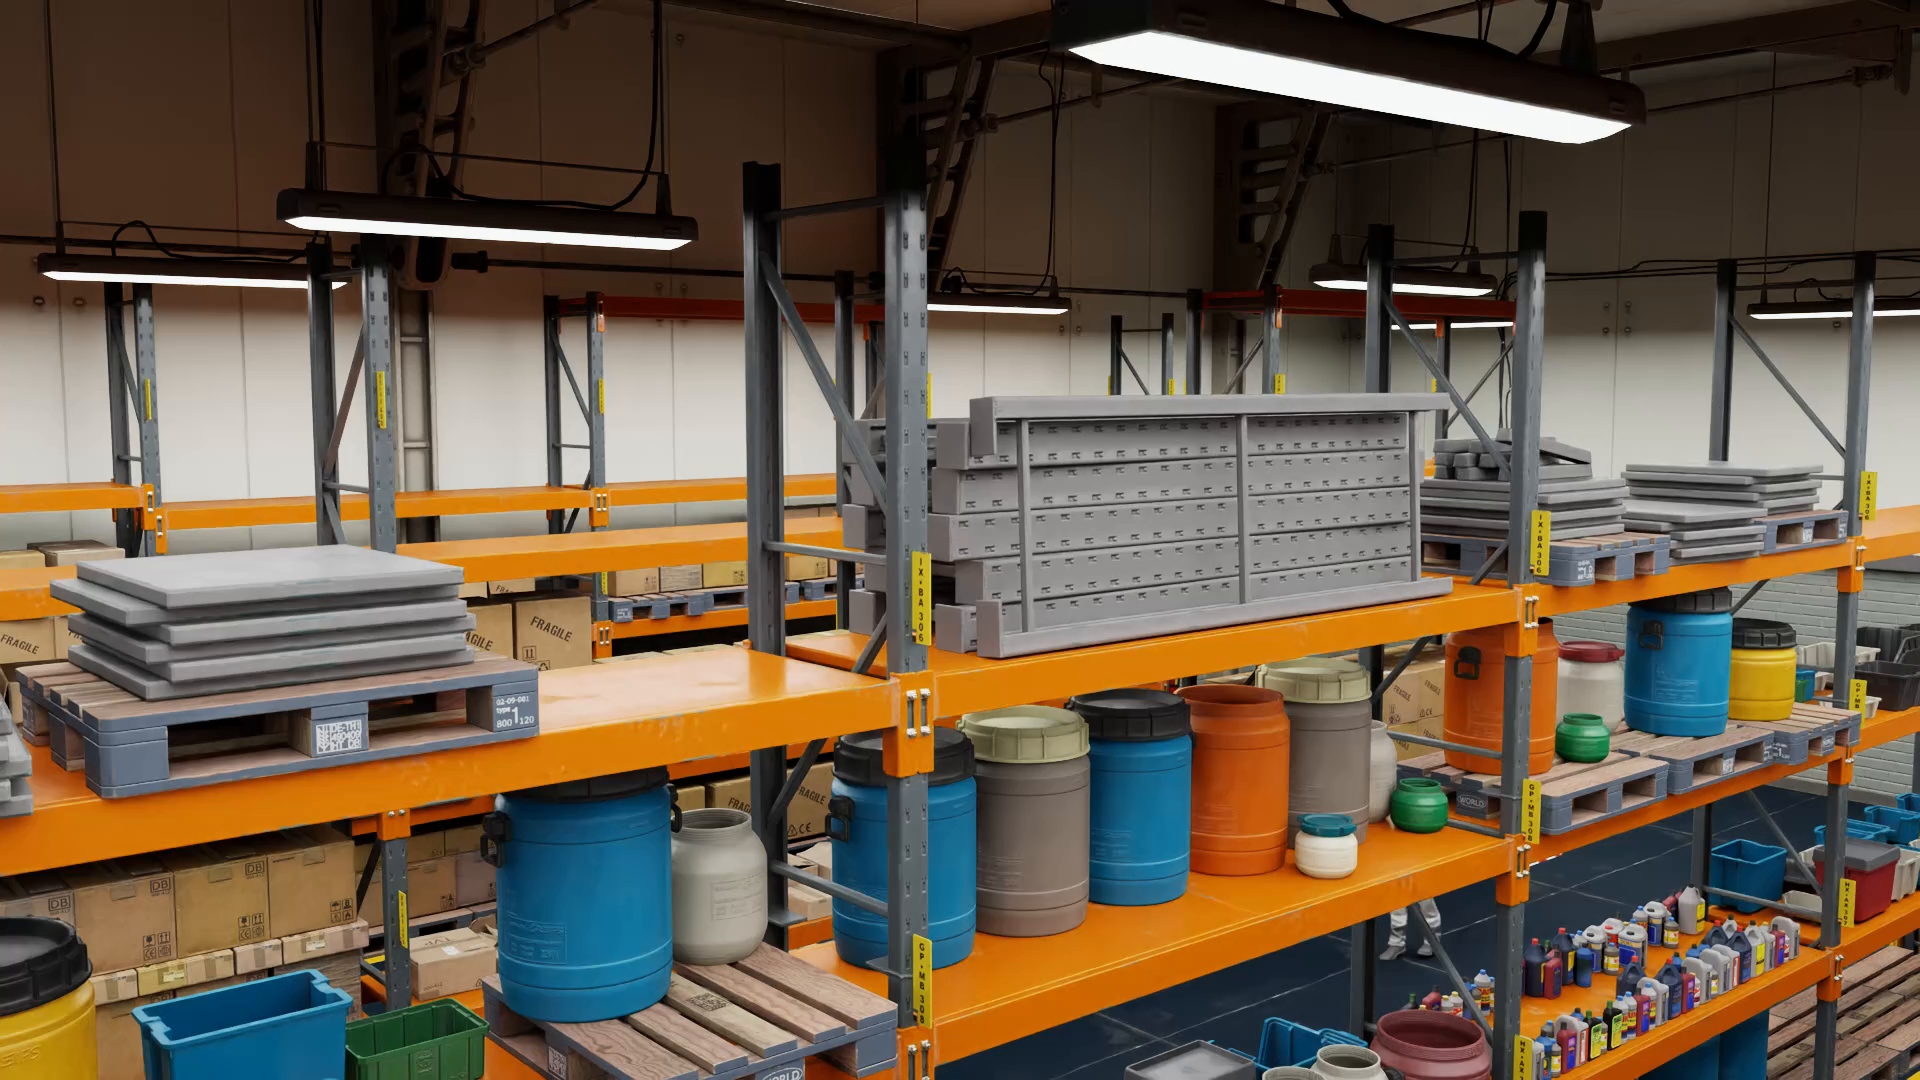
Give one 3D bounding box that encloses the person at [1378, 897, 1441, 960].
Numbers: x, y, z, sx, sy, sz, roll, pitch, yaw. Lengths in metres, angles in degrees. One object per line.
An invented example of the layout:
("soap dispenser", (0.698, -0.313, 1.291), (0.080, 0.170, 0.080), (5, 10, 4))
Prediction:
("person", (4.041, 2.859, 14.875), (0.596, 1.825, 0.623), (-3, 6, -28))
